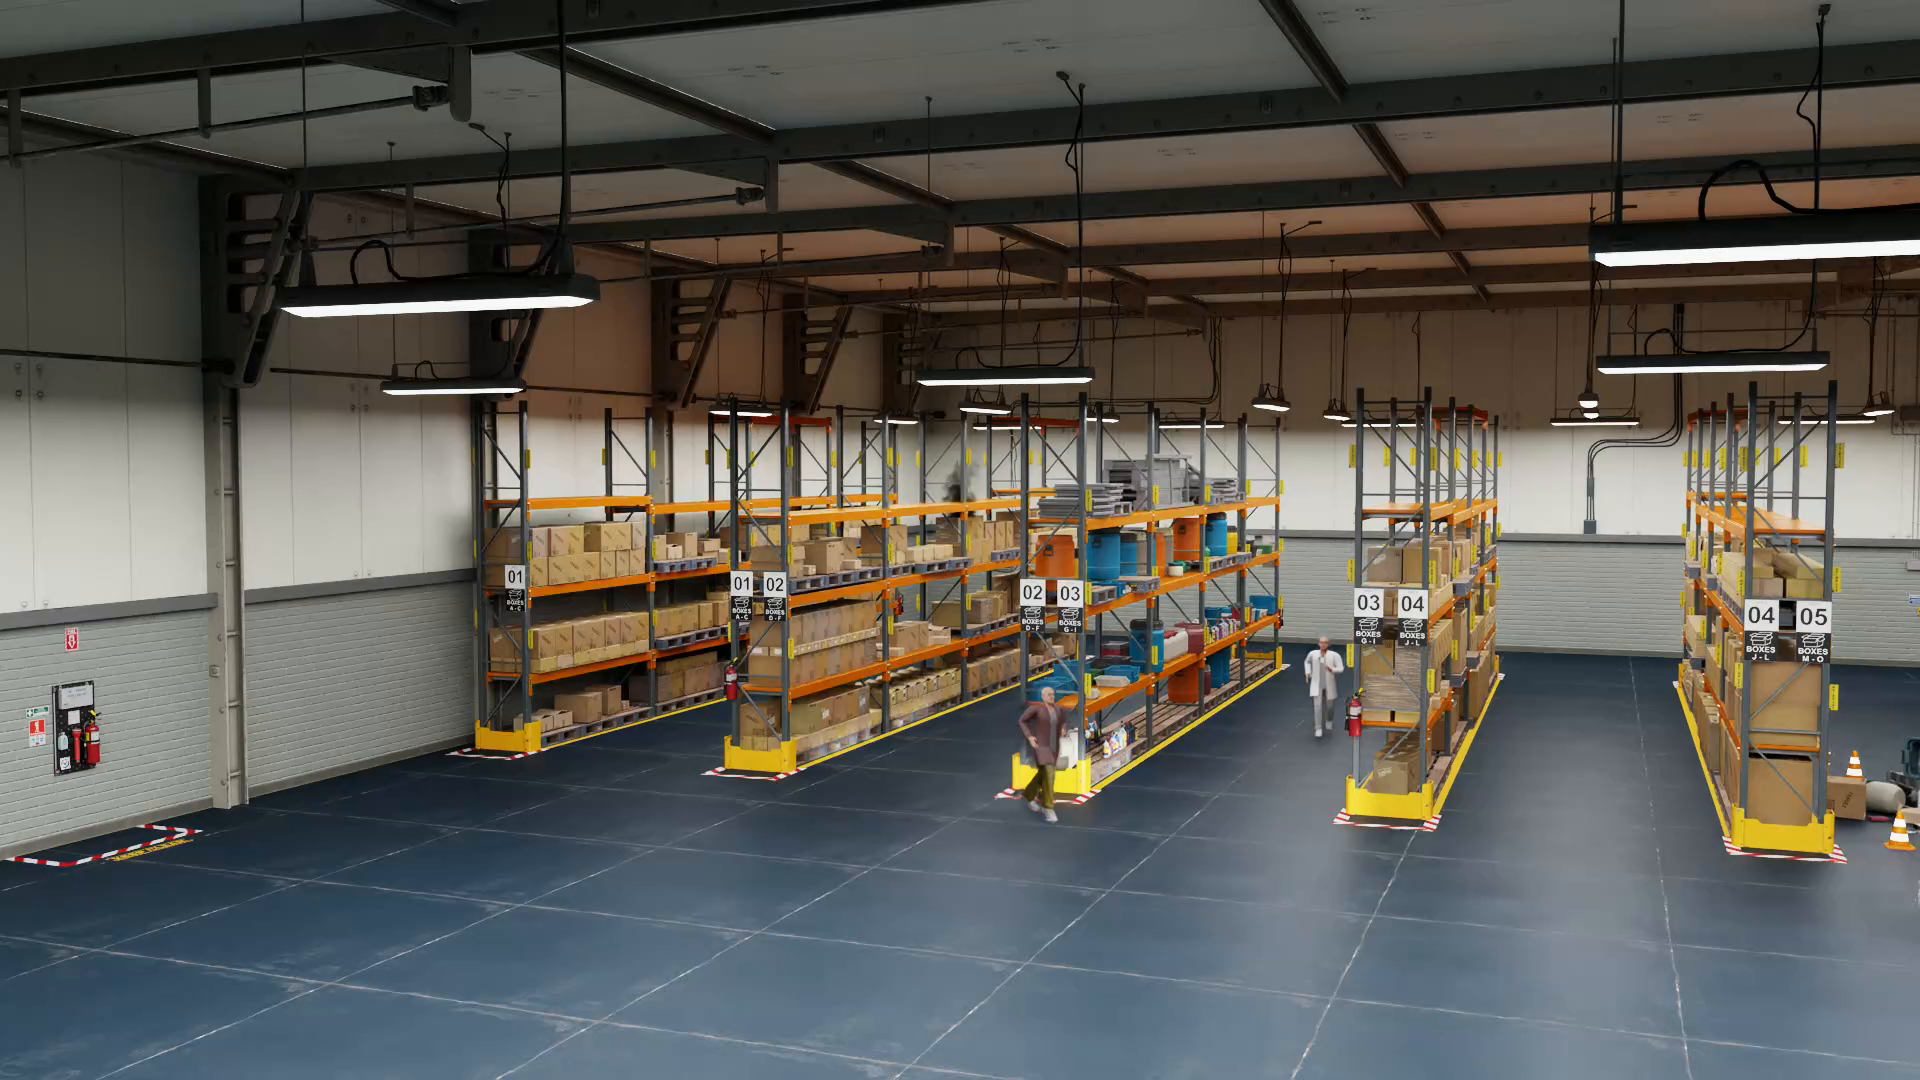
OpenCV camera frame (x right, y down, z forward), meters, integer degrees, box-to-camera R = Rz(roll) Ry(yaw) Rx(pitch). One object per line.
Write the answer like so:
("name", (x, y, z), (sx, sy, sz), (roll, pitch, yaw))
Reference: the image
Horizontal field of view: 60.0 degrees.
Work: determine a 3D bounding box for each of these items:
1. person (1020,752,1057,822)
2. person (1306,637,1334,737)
("person", (1.164, 3.327, 23.328), (0.354, 1.144, 0.857), (-2, 4, -38))
("person", (6.573, 2.671, 30.082), (0.676, 1.666, 1.061), (1, 3, 15))
